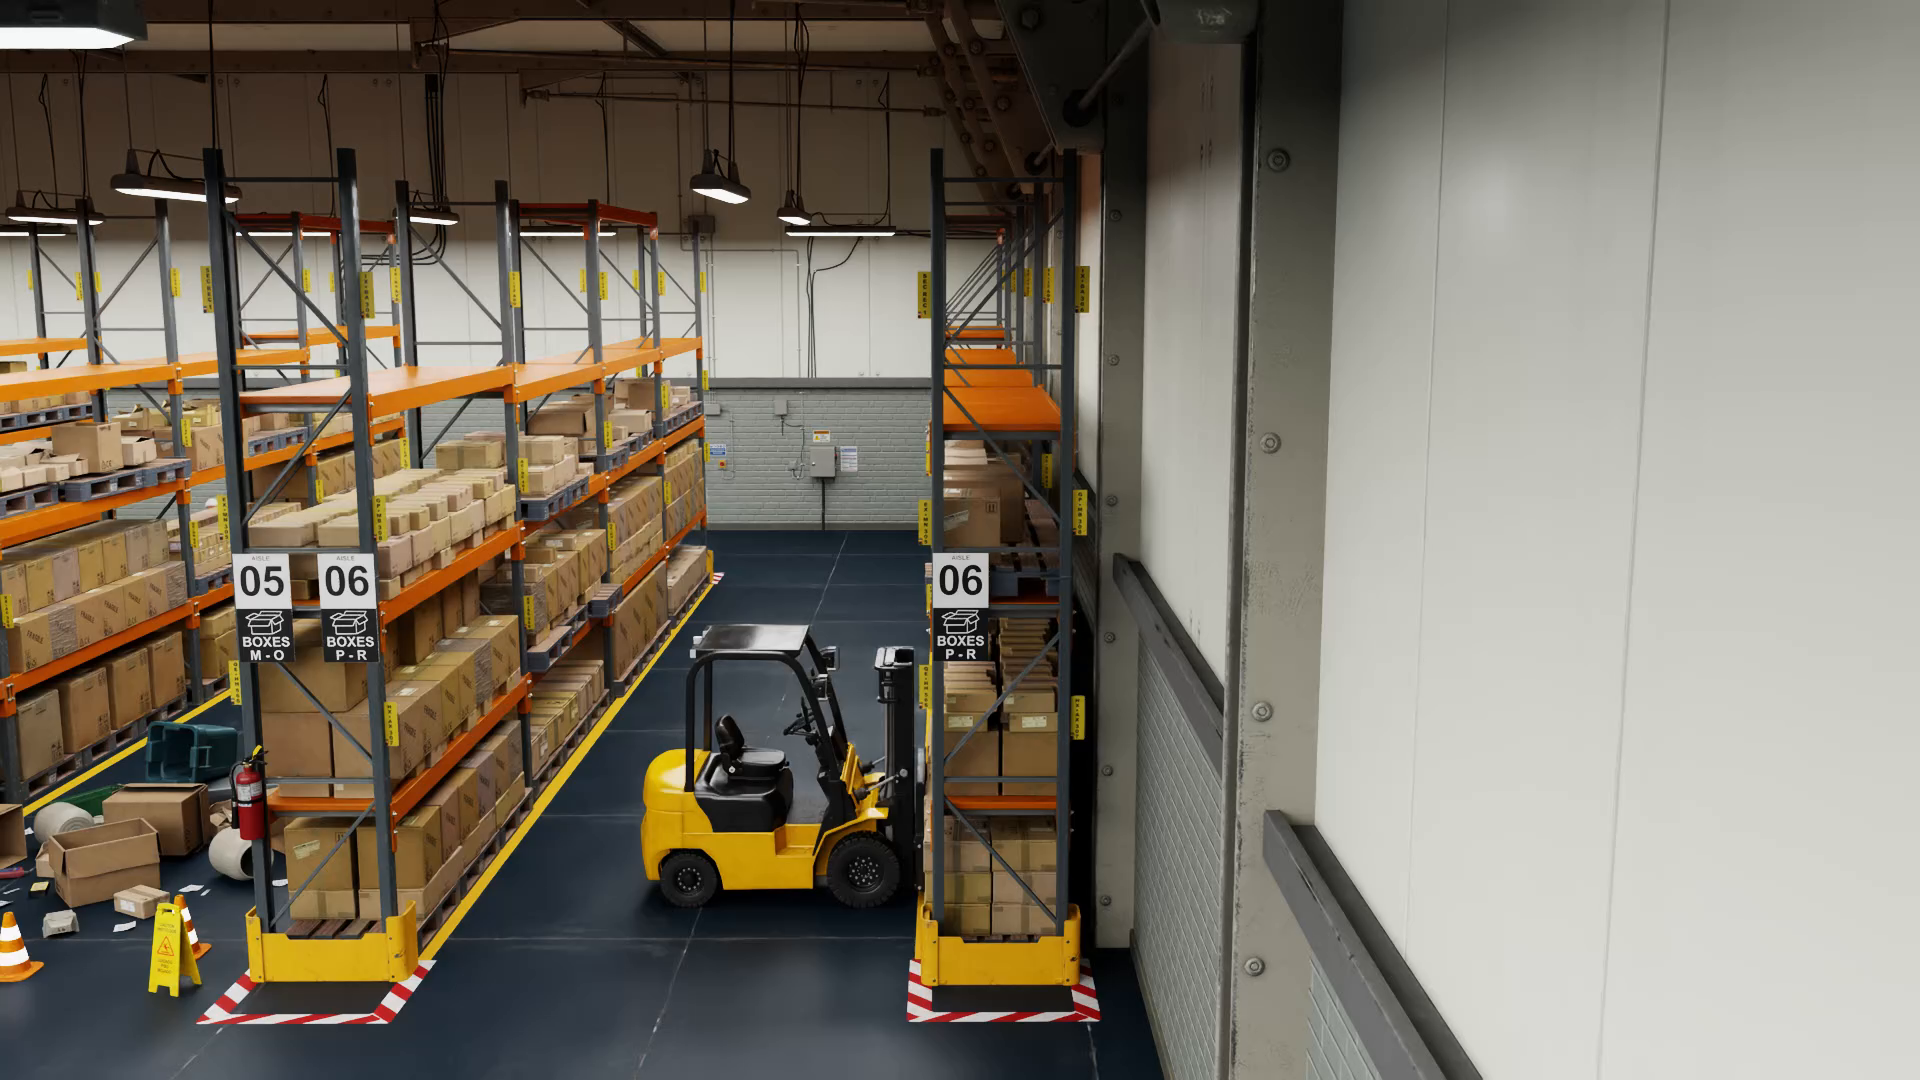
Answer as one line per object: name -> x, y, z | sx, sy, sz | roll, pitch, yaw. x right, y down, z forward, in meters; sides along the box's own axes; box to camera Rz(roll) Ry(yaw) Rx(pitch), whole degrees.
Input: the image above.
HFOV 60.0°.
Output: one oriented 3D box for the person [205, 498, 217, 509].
person -> -11.639, 0.172, 26.028 | 0.670, 1.714, 0.708 | -2, 9, -14
